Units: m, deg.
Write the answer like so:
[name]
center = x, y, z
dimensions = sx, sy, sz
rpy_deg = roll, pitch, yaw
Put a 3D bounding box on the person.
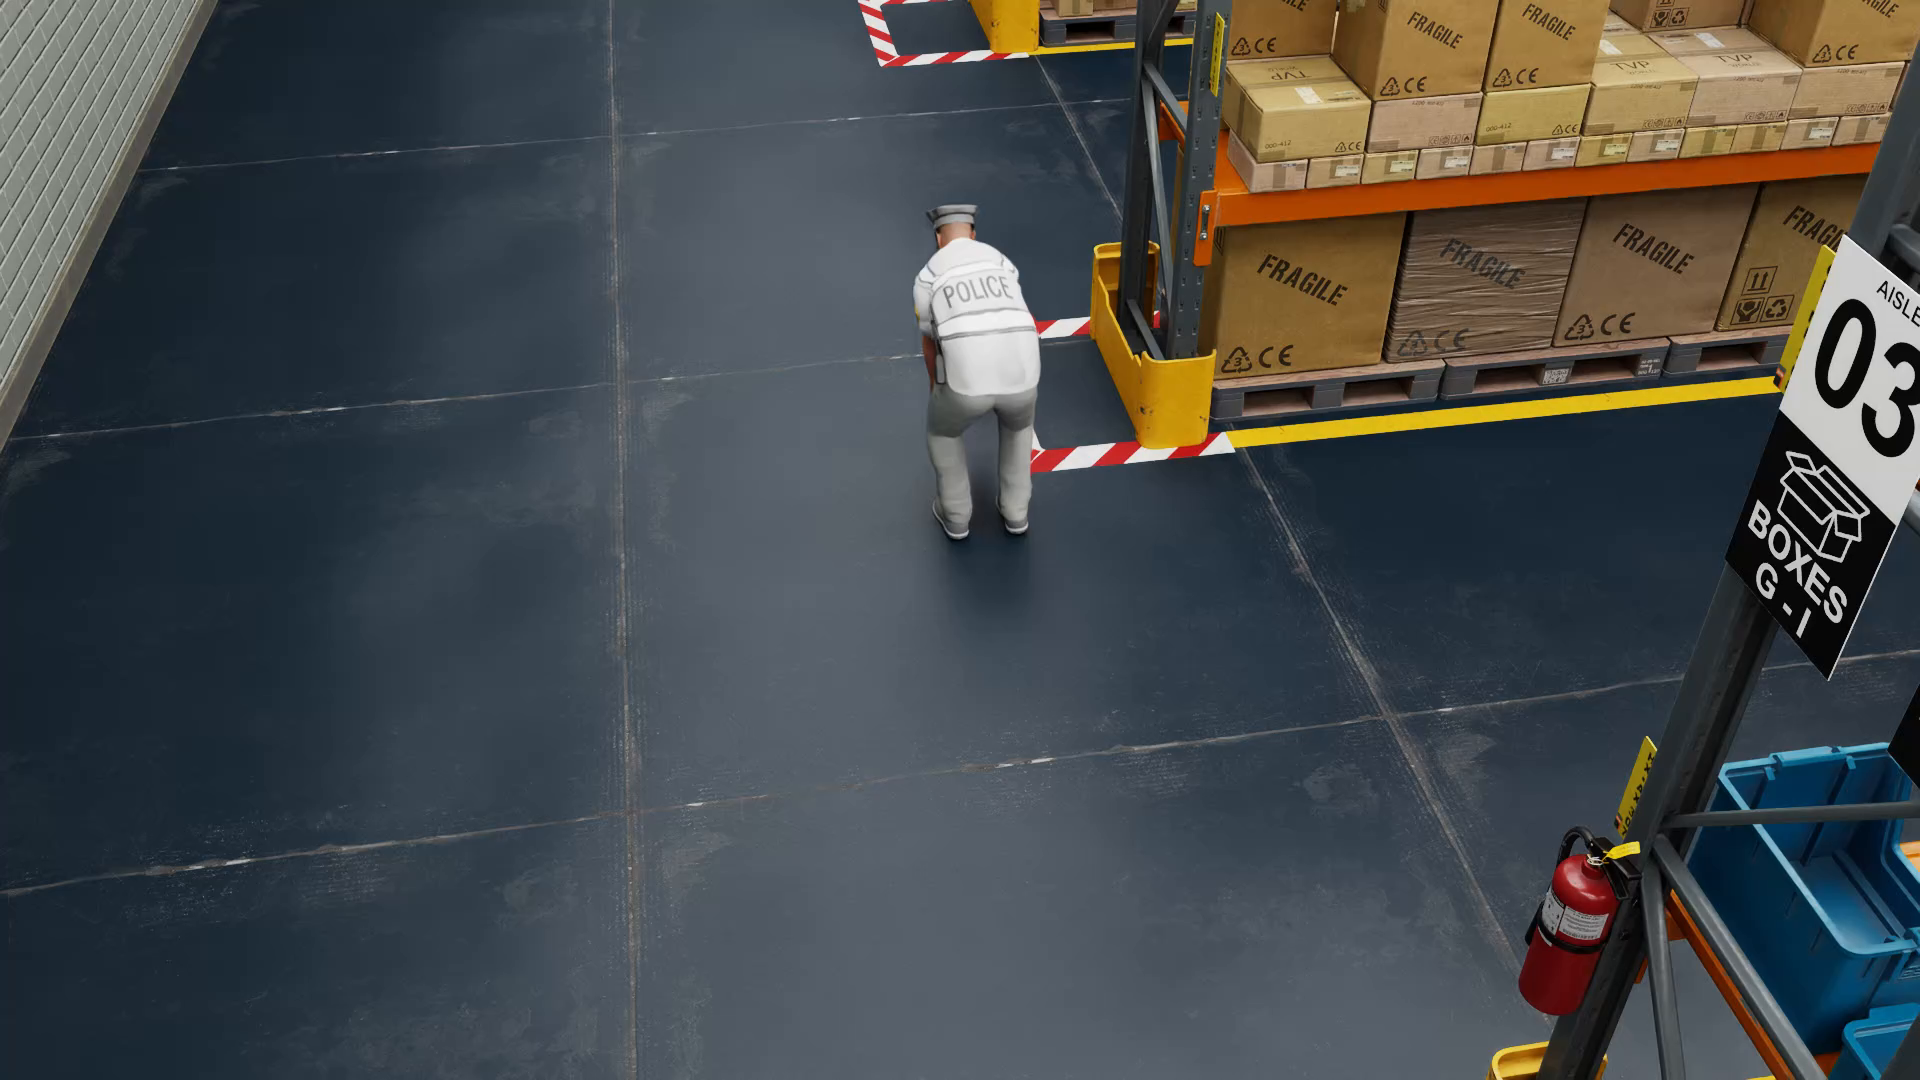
[person]
center = 0.060, -0.750, 7.428
dimensions = 0.496, 1.341, 0.987
rpy_deg = -8, 39, -9
